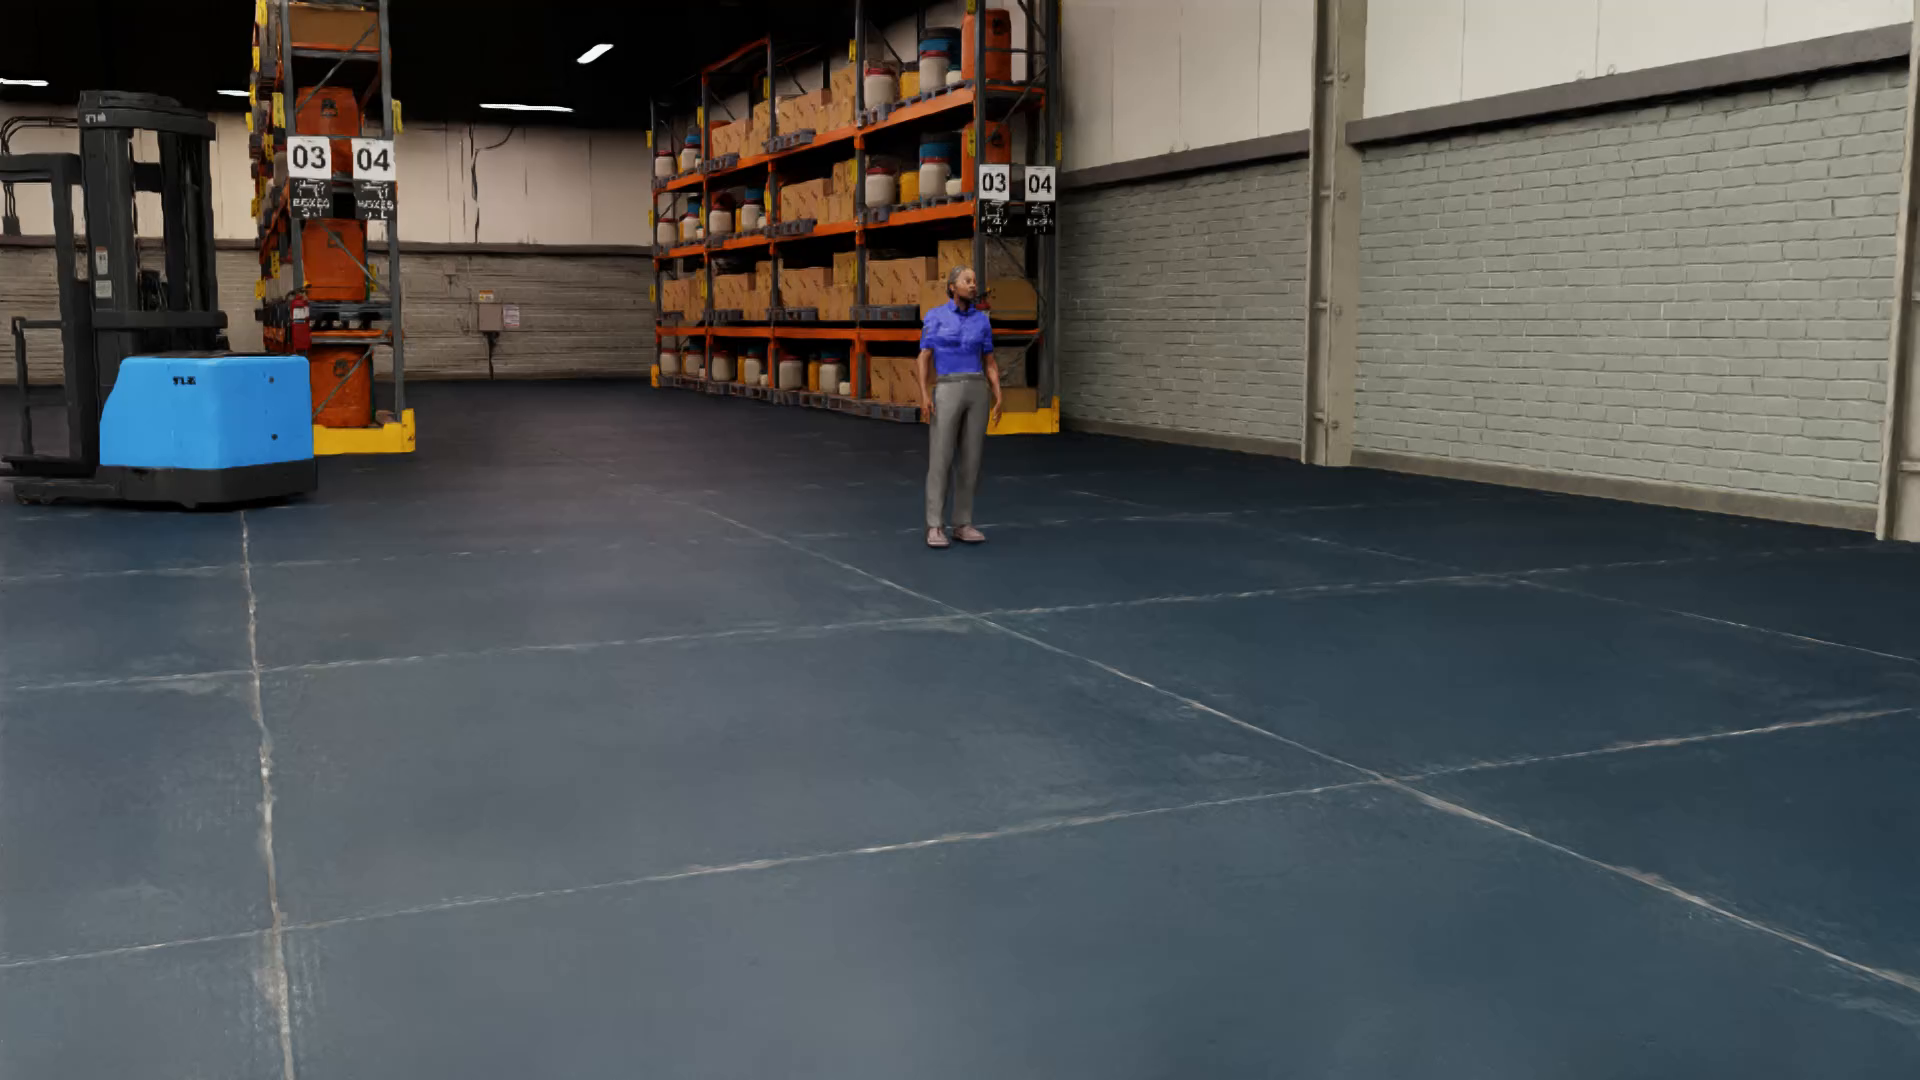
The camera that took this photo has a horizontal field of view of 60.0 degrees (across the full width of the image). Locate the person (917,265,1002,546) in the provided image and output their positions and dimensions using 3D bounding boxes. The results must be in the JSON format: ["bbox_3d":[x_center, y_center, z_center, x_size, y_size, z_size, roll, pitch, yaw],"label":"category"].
[{"bbox_3d":[0.017,-0.816,9.957,0.570,1.654,0.503,-3,8,-23],"label":"person"}]

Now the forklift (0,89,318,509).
[{"bbox_3d":[-6.370,-1.767,12.347,3.031,2.935,1.130,3,8,21],"label":"forklift"}]
